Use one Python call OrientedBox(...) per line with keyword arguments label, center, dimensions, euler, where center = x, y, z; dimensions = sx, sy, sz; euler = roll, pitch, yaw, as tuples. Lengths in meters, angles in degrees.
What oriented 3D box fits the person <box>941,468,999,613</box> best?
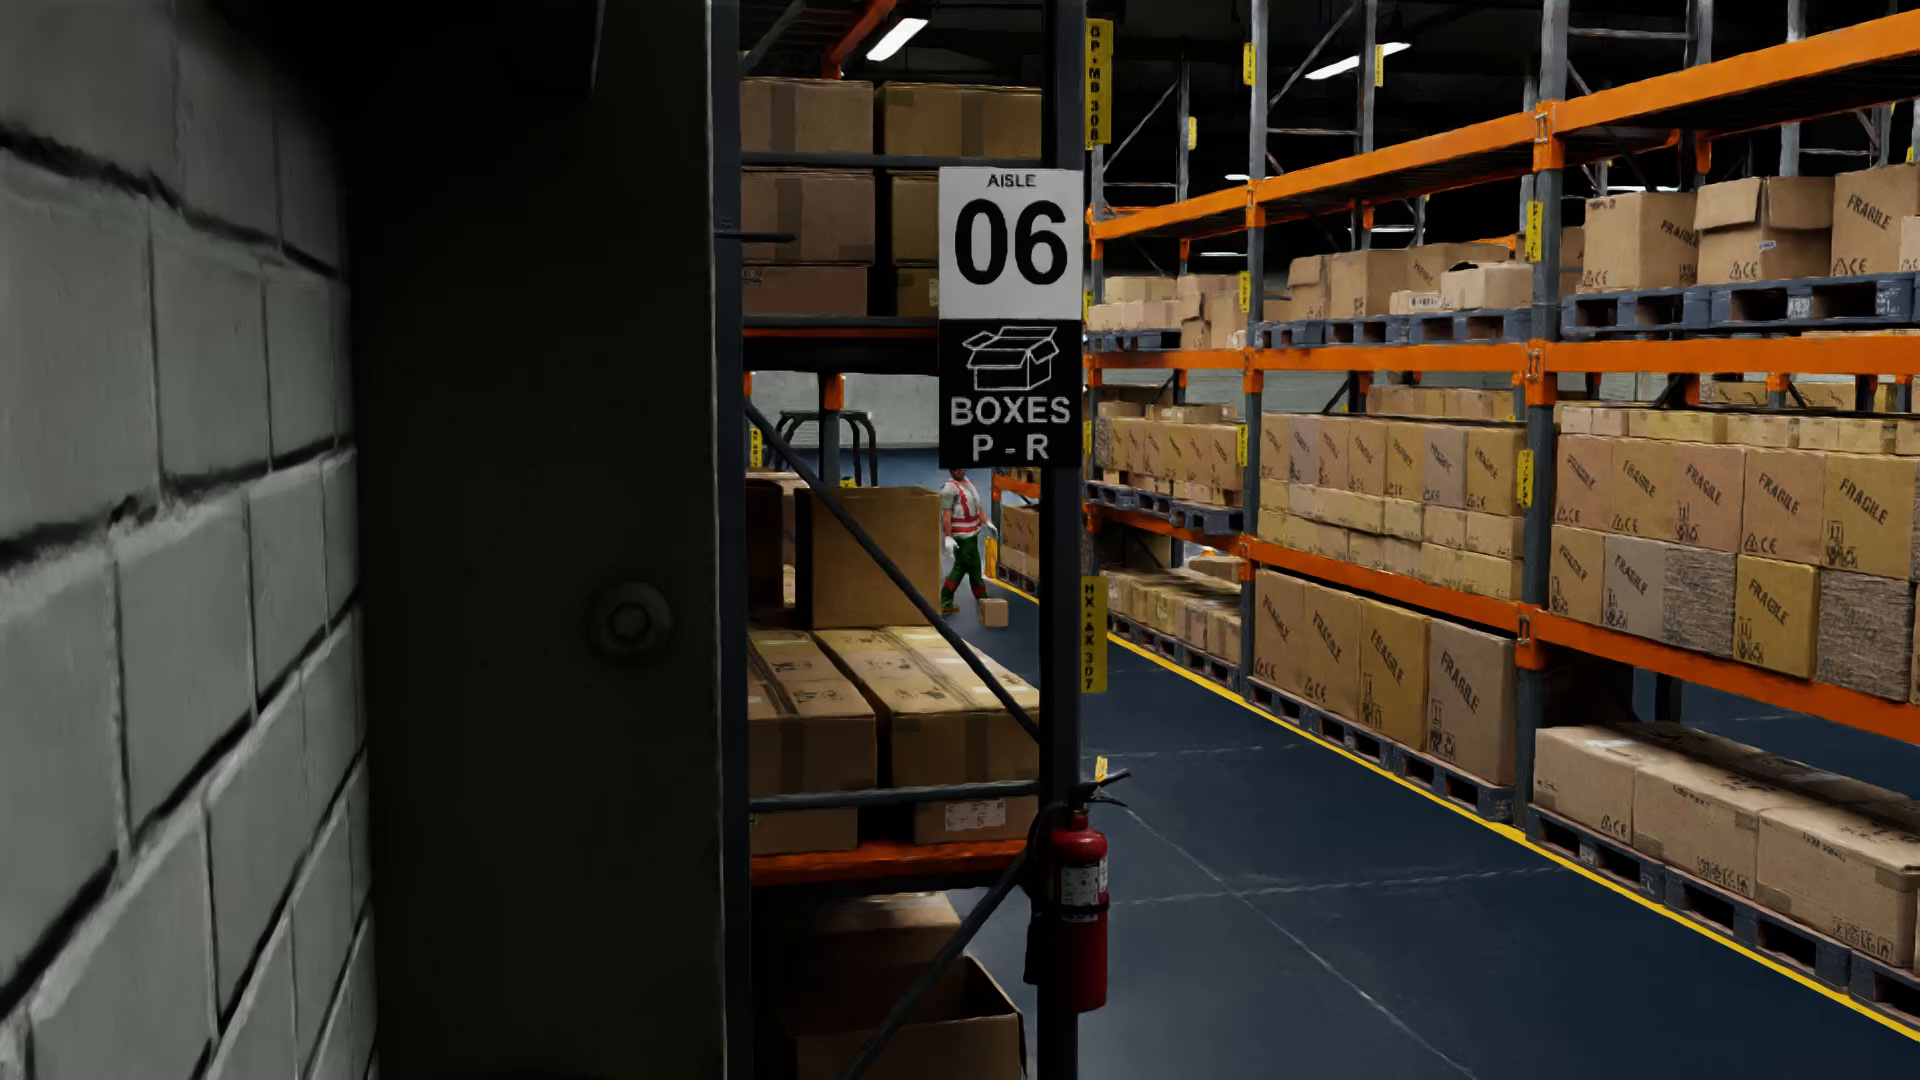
OrientedBox(label="person", center=(0.095, -0.054, 17.635), dimensions=(0.720, 1.744, 0.595), euler=(2, 6, 18))
